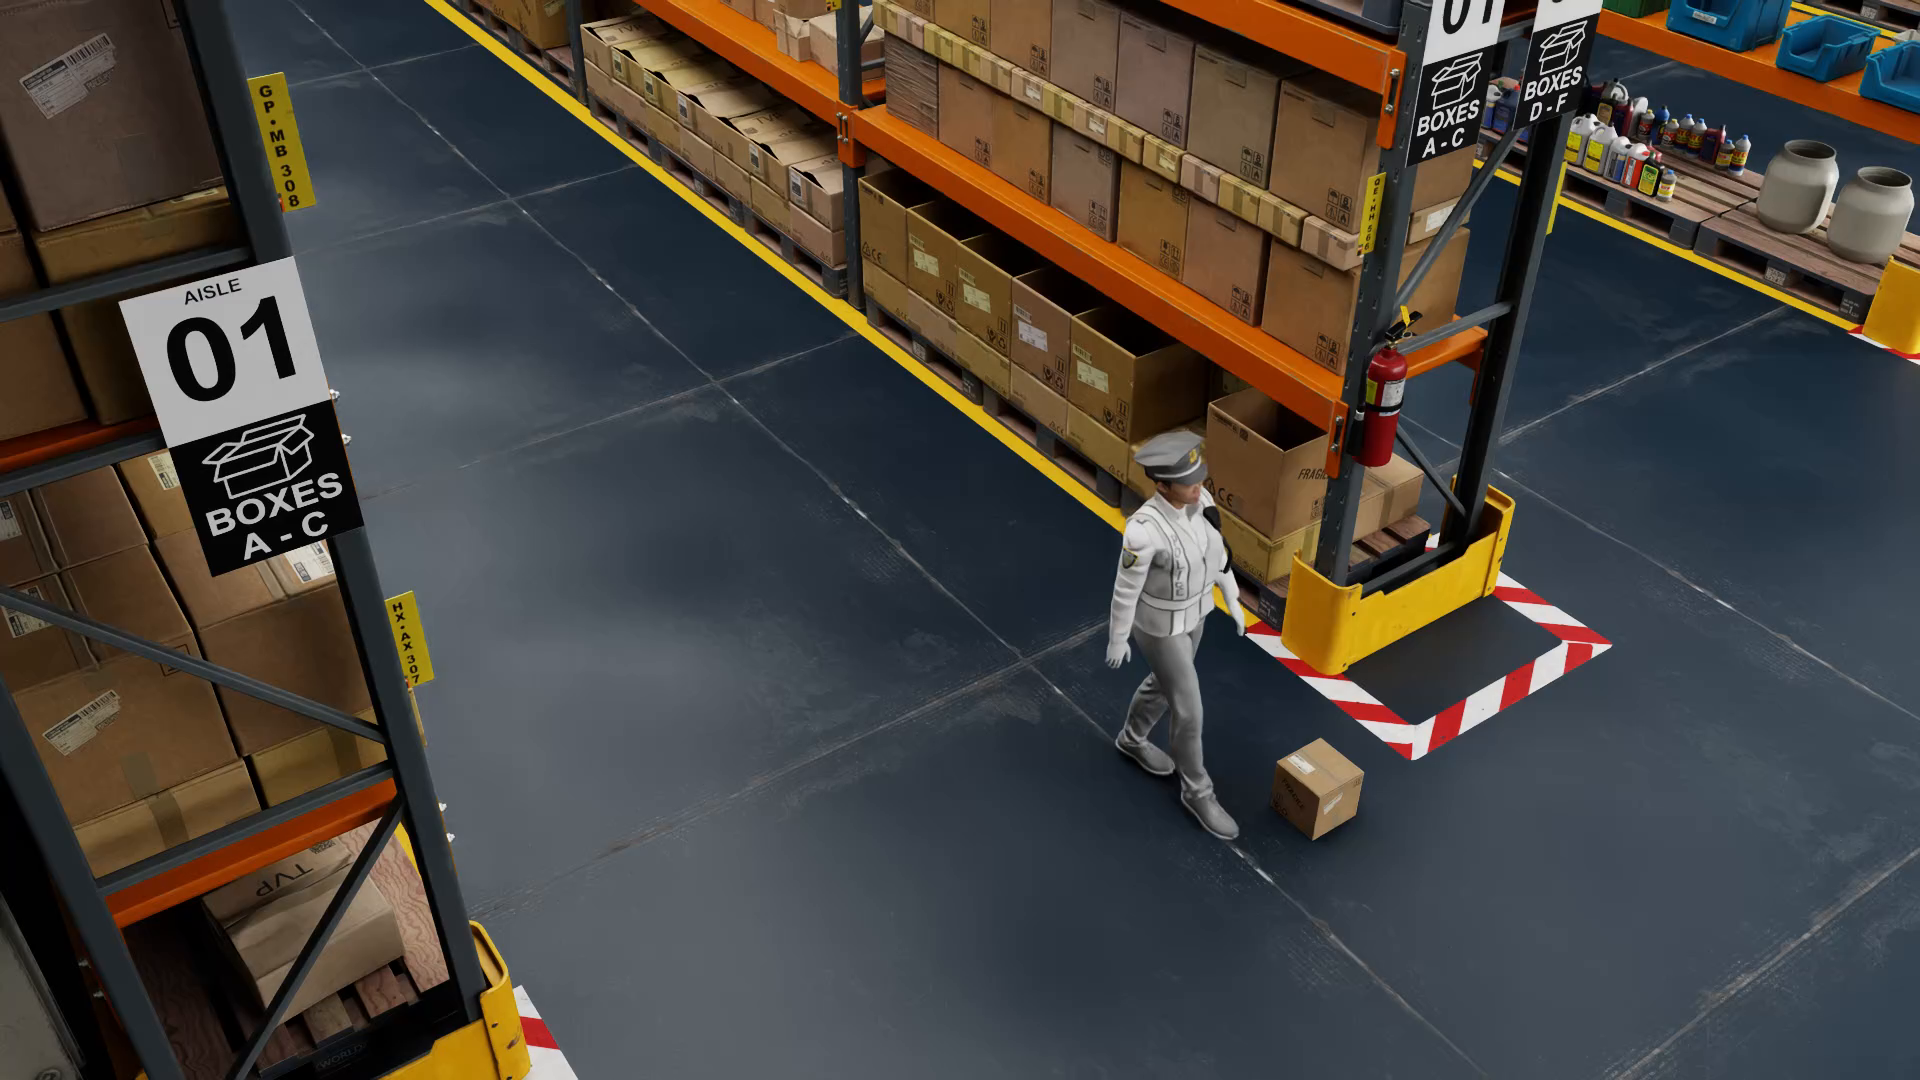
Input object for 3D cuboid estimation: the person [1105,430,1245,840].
[{"bbox_3d":[0.938,0.354,6.507,0.669,1.692,0.540,24,43,29],"label":"person"}]
